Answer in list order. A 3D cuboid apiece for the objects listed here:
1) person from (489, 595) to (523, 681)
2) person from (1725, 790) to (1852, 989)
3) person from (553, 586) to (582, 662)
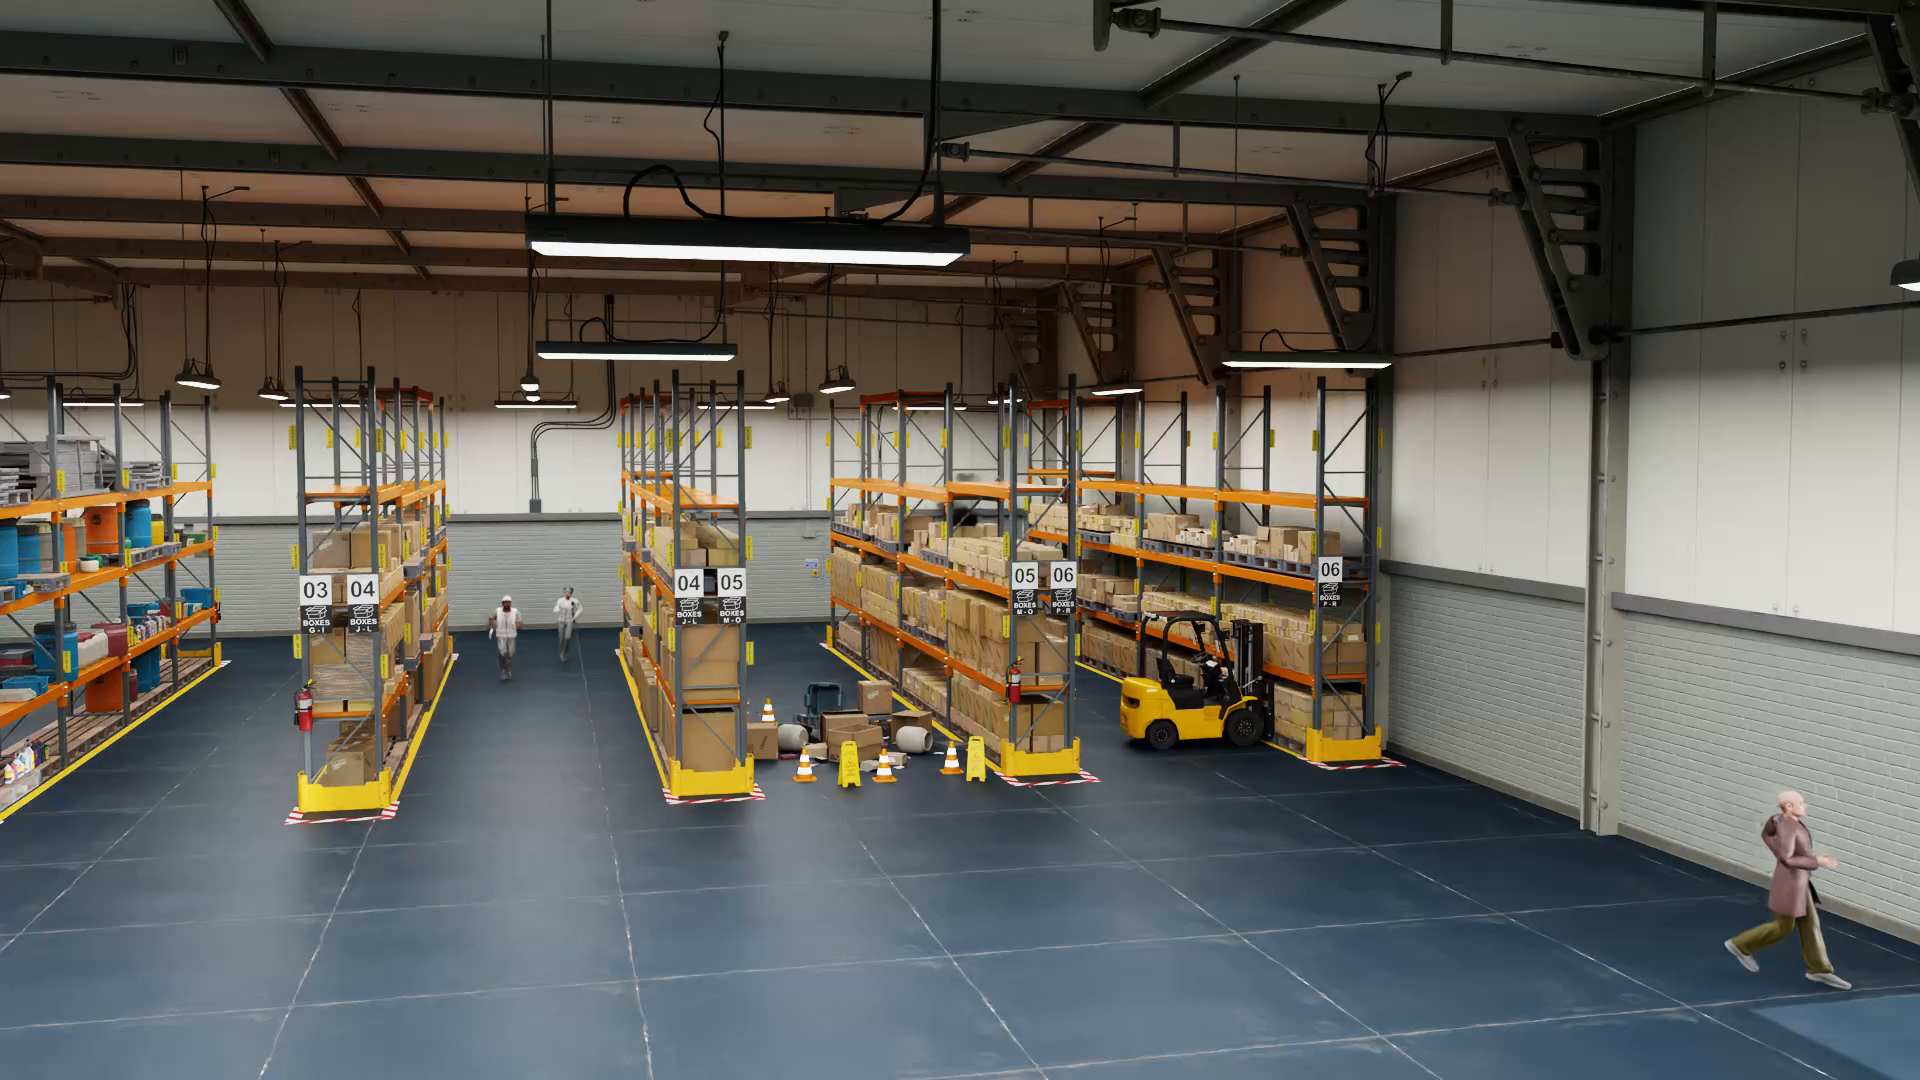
[{"bbox_3d":[-9.464,2.046,34.689,0.660,1.790,0.800,-1,4,-23],"label":"person"},{"bbox_3d":[7.613,3.181,15.262,1.049,1.781,0.710,2,4,32],"label":"person"},{"bbox_3d":[-8.939,1.915,37.859,0.613,1.750,0.716,0,3,-1],"label":"person"}]
